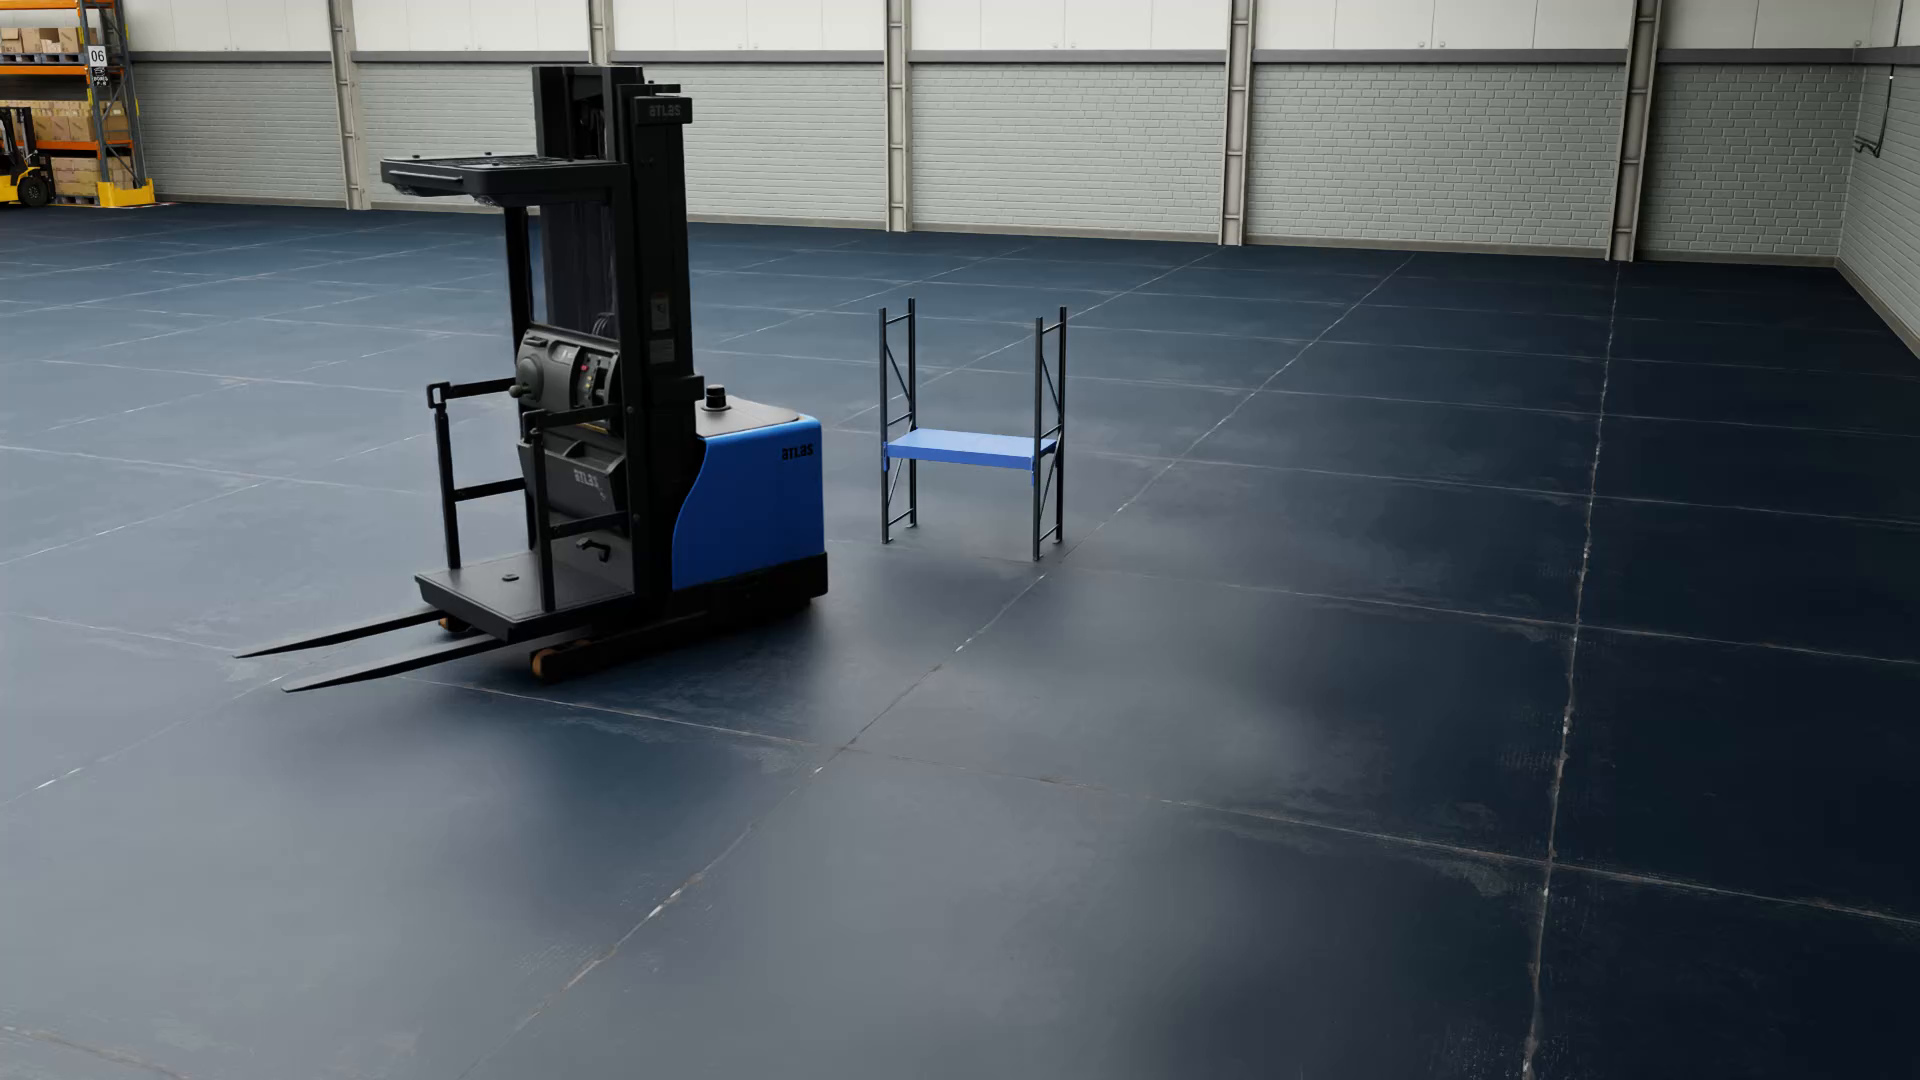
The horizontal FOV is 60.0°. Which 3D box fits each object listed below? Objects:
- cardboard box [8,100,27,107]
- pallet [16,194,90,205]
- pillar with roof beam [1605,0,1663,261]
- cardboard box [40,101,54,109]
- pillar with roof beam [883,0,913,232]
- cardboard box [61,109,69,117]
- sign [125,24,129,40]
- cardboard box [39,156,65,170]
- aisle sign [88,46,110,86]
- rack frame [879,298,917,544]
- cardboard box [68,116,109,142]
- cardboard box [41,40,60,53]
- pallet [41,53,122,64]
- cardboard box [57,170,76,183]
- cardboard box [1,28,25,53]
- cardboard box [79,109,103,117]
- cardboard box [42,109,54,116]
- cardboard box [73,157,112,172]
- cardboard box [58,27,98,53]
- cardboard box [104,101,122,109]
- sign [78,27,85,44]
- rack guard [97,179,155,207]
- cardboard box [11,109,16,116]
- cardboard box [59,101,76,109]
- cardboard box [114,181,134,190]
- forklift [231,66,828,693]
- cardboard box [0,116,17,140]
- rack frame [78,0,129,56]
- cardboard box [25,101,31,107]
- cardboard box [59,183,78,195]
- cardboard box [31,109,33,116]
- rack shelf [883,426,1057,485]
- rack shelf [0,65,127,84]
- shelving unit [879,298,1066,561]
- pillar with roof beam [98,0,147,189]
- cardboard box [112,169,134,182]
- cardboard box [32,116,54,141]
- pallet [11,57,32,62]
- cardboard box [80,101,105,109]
[{"bbox_3d":[-19.810,-9.182,35.044,0.250,0.149,0.380,6,17,20],"label":"cardboard box"},{"bbox_3d":[-19.362,-7.344,35.593,1.213,0.211,1.003,6,17,21],"label":"pallet"},{"bbox_3d":[8.507,-7.492,20.338,0.400,9.000,9.100,6,17,21],"label":"pillar with roof beam"},{"bbox_3d":[-18.896,-9.055,34.607,0.250,0.149,0.380,7,18,22],"label":"cardboard box"},{"bbox_3d":[-2.656,-8.719,24.567,0.400,9.000,9.100,6,17,21],"label":"pillar with roof beam"},{"bbox_3d":[-18.397,-8.874,34.518,0.250,0.149,0.380,7,17,22],"label":"cardboard box"},{"bbox_3d":[-17.295,-10.533,34.484,0.005,0.325,0.100,6,17,21],"label":"sign"},{"bbox_3d":[-18.997,-7.918,34.954,0.500,0.250,0.500,7,17,21],"label":"cardboard box"},{"bbox_3d":[-17.551,-9.656,33.893,0.004,0.787,0.394,6,17,21],"label":"aisle sign"},{"bbox_3d":[-0.394,-0.764,10.614,0.032,1.500,0.500,6,17,21],"label":"rack frame"},{"bbox_3d":[-18.058,-8.521,34.466,0.500,0.500,0.500,6,17,19],"label":"cardboard box"},{"bbox_3d":[-18.622,-10.149,34.179,0.258,0.266,0.396,6,17,21],"label":"cardboard box"},{"bbox_3d":[-18.152,-9.968,34.408,1.213,0.211,1.003,6,17,21],"label":"pallet"},{"bbox_3d":[-18.534,-7.635,34.875,0.500,0.250,0.500,6,17,20],"label":"cardboard box"},{"bbox_3d":[-19.451,-10.413,34.665,0.637,0.503,0.797,7,18,22],"label":"cardboard box"},{"bbox_3d":[-17.929,-8.813,34.309,0.250,0.149,0.380,7,17,21],"label":"cardboard box"},{"bbox_3d":[-18.889,-8.917,34.668,0.250,0.149,0.380,6,17,19],"label":"cardboard box"},{"bbox_3d":[-18.047,-7.818,34.610,0.500,0.250,0.500,7,18,22],"label":"cardboard box"},{"bbox_3d":[-18.005,-10.211,33.975,0.500,0.500,0.500,7,18,22],"label":"cardboard box"},{"bbox_3d":[-17.738,-9.083,34.705,0.250,0.149,0.380,6,17,20],"label":"cardboard box"},{"bbox_3d":[-17.716,-10.179,33.531,0.005,0.325,0.100,6,17,21],"label":"sign"},{"bbox_3d":[-17.482,-7.288,34.881,0.348,0.500,1.175,6,17,21],"label":"rack guard"},{"bbox_3d":[-19.845,-9.020,35.022,0.250,0.149,0.380,6,17,19],"label":"cardboard box"},{"bbox_3d":[-18.409,-9.012,34.460,0.250,0.149,0.380,7,17,22],"label":"cardboard box"},{"bbox_3d":[-17.889,-7.473,35.214,0.500,0.250,0.500,6,17,21],"label":"cardboard box"},{"bbox_3d":[-2.168,-0.865,8.395,3.031,2.935,1.130,-15,22,-41],"label":"forklift"},{"bbox_3d":[-19.946,-8.735,35.201,0.500,0.500,0.500,6,17,20],"label":"cardboard box"},{"bbox_3d":[-17.504,-11.372,33.705,0.127,3.000,1.000,6,17,21],"label":"rack frame"},{"bbox_3d":[-19.343,-9.131,34.869,0.250,0.149,0.380,7,17,21],"label":"cardboard box"},{"bbox_3d":[-18.516,-7.392,34.933,0.500,0.250,0.500,6,17,21],"label":"cardboard box"},{"bbox_3d":[-19.331,-8.987,34.907,0.250,0.149,0.380,6,17,20],"label":"cardboard box"},{"bbox_3d":[0.079,-0.539,10.485,1.000,0.185,0.538,6,17,21],"label":"rack shelf"},{"bbox_3d":[-19.364,-9.791,34.928,4.000,0.370,1.077,6,17,21],"label":"rack shelf"},{"bbox_3d":[0.079,-0.712,10.435,1.048,1.500,0.538,6,17,21],"label":"shelving unit"},{"bbox_3d":[-19.400,-10.560,30.909,0.400,9.000,9.100,6,17,21],"label":"pillar with roof beam"},{"bbox_3d":[-17.865,-7.714,35.148,0.500,0.250,0.500,7,17,22],"label":"cardboard box"},{"bbox_3d":[-19.014,-8.629,34.837,0.500,0.500,0.500,6,17,20],"label":"cardboard box"},{"bbox_3d":[-20.422,-10.218,35.267,1.213,0.211,1.003,6,17,21],"label":"pallet"},{"bbox_3d":[-17.914,-8.975,34.333,0.250,0.149,0.380,6,17,21],"label":"cardboard box"}]
